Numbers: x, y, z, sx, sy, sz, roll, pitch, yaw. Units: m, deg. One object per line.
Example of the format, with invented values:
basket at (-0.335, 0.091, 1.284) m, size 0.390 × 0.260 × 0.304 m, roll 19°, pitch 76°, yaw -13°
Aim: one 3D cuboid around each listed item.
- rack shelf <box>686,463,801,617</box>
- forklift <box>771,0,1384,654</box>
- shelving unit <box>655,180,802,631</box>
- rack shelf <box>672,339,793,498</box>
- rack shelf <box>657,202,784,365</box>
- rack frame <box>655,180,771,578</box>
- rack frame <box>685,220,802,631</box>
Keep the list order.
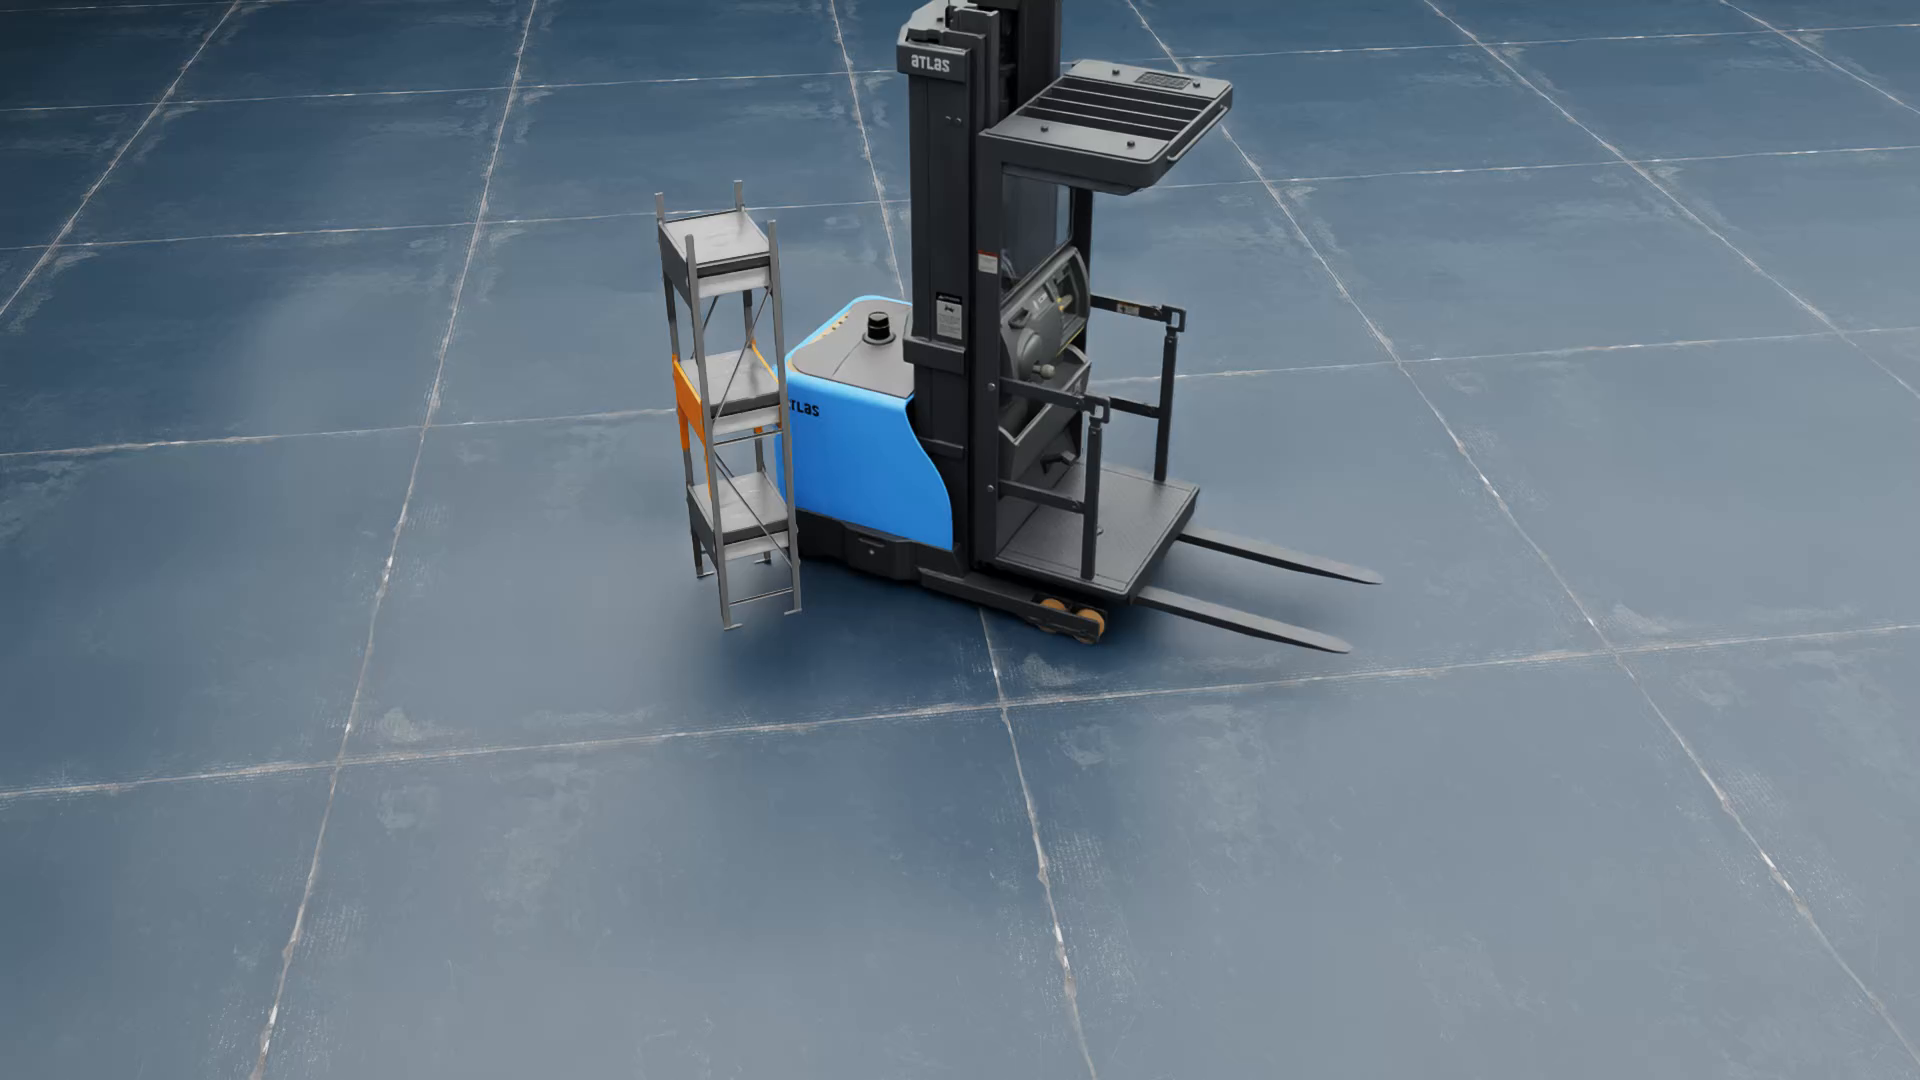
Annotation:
rack shelf at (-1.079, -0.003, 8.286) m, size 0.431 × 0.518 × 0.480 m, roll -14°, pitch 37°, yaw -19°
forklift at (0.591, -1.048, 7.813) m, size 3.031 × 2.935 × 1.130 m, roll 15°, pitch 37°, yaw 21°
shelving unit at (-1.079, -0.593, 7.885) m, size 0.431 × 2.100 × 0.503 m, roll -14°, pitch 37°, yaw -19°
rack shelf at (-1.079, -0.582, 7.892) m, size 0.431 × 0.518 × 0.480 m, roll -14°, pitch 37°, yaw -19°
rack shelf at (-1.079, -1.160, 7.498) m, size 0.431 × 0.518 × 0.480 m, roll -14°, pitch 37°, yaw -19°
rack frame at (-1.176, -0.719, 8.069) m, size 0.400 × 2.100 × 0.015 m, roll -14°, pitch 37°, yaw -19°
rack frame at (-0.981, -0.467, 7.700) m, size 0.400 × 2.100 × 0.015 m, roll -14°, pitch 37°, yaw -19°
